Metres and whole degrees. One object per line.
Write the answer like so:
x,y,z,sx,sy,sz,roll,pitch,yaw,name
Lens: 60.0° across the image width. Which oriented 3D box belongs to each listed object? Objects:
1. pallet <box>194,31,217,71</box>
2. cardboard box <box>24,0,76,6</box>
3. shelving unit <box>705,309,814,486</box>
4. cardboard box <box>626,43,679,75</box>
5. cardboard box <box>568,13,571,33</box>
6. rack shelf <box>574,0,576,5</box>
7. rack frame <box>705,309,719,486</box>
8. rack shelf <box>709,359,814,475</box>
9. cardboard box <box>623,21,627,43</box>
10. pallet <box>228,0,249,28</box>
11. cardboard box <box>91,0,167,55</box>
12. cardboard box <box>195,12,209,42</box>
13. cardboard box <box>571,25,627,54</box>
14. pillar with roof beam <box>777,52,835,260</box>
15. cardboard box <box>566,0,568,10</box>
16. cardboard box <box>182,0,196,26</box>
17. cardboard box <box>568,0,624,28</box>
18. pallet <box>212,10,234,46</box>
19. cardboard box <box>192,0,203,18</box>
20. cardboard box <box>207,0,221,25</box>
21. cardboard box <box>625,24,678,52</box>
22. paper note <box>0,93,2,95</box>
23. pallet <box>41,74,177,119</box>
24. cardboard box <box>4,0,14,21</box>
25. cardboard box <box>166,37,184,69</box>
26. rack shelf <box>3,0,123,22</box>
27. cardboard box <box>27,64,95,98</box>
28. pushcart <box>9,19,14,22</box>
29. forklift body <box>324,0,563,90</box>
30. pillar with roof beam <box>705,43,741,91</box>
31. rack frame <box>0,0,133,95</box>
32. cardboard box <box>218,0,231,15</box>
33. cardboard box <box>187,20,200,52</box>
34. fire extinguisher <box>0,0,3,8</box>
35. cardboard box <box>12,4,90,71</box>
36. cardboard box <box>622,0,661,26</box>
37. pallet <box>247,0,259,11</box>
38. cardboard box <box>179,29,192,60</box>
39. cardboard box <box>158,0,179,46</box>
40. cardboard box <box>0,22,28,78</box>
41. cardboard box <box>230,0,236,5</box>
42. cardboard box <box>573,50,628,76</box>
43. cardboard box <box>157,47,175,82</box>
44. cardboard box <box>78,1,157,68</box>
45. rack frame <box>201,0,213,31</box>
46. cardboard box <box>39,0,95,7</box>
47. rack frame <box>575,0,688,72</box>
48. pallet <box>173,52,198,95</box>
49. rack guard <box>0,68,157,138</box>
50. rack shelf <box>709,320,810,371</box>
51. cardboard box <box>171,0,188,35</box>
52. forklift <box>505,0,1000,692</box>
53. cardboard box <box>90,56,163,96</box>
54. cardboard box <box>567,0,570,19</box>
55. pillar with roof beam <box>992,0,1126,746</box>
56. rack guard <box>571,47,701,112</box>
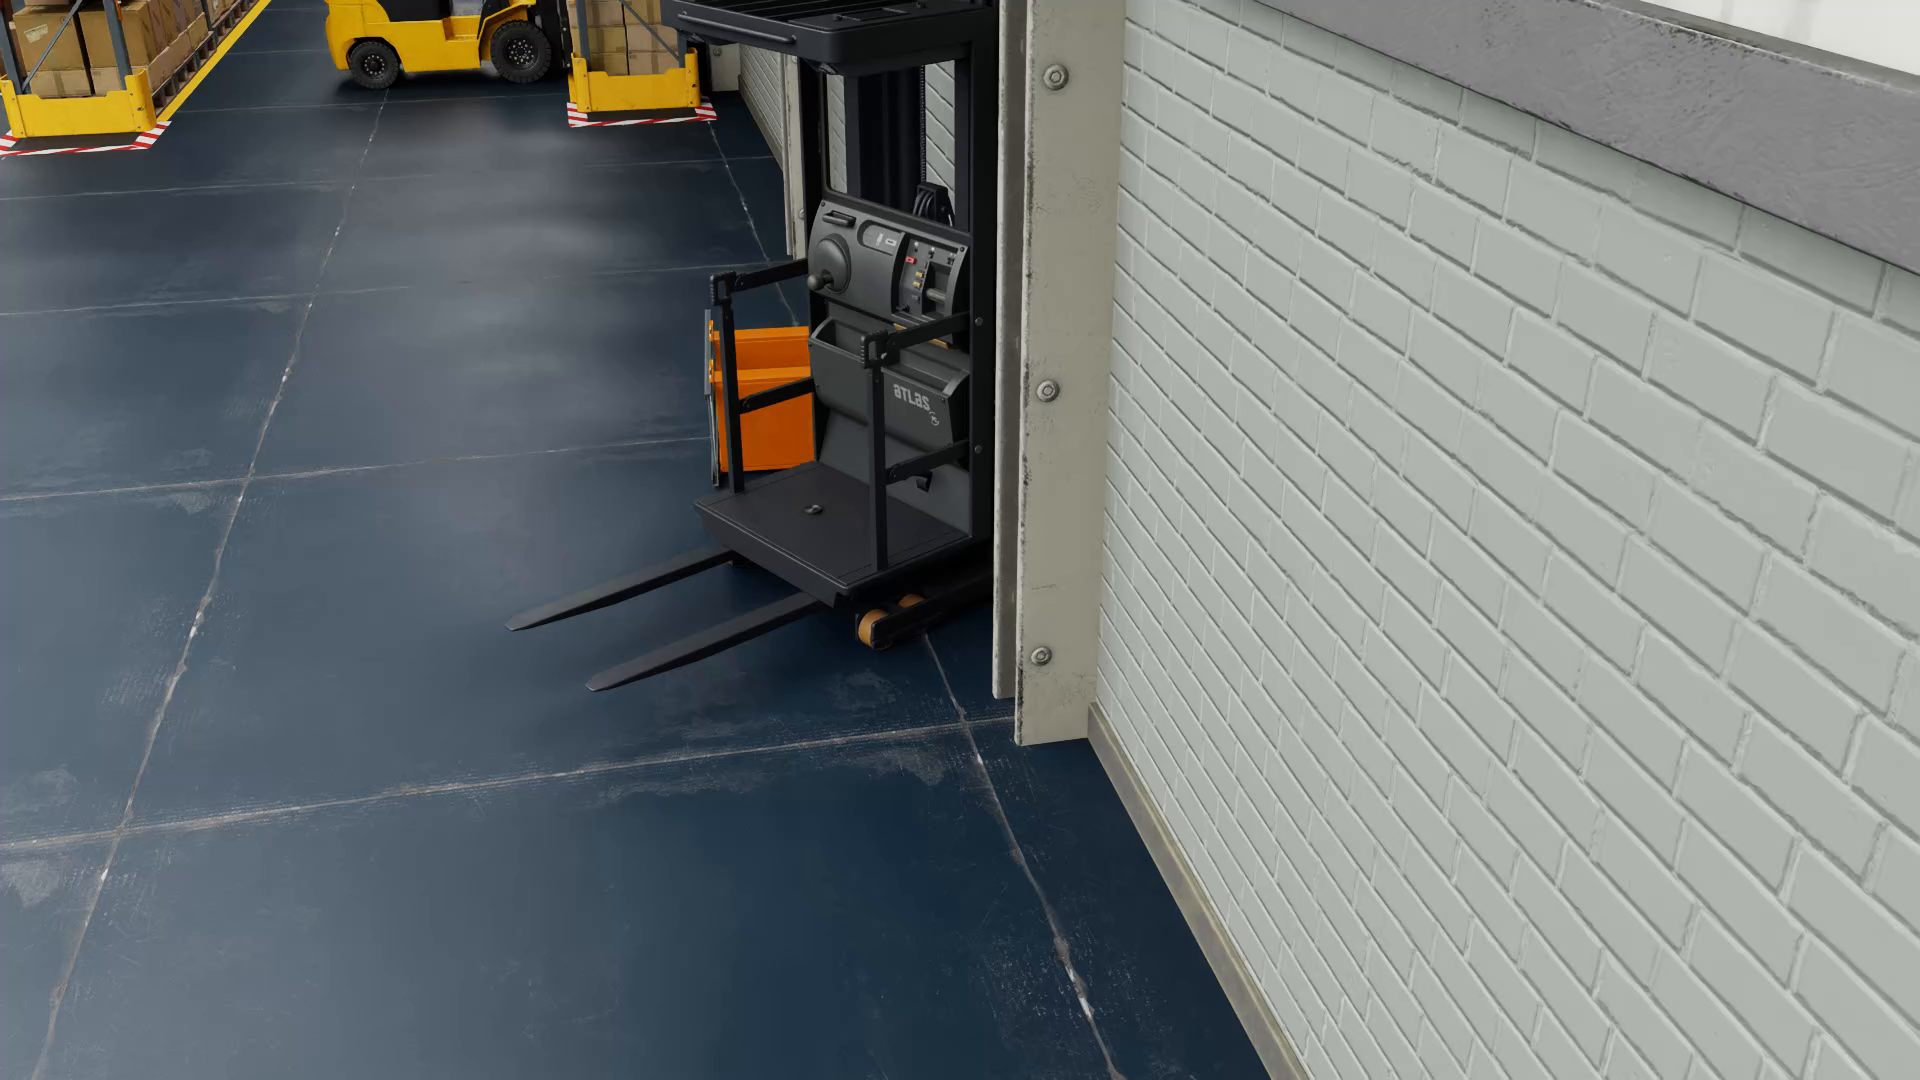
-8.655,-5.255,17.928,1.003,0.211,1.213,-6,27,-12,pallet
-8.522,-5.099,15.557,0.380,0.149,0.250,-5,27,-10,cardboard box
-0.782,-0.789,8.666,1.048,0.538,1.125,-4,29,-6,shelving unit
-3.024,-4.737,16.391,0.500,0.250,0.500,-6,27,-11,cardboard box
-3.757,-5.352,17.055,0.500,0.250,0.500,-7,28,-13,cardboard box
-3.554,-6.098,17.301,1.077,0.370,4.000,-6,27,-12,rack shelf
-1.286,-0.755,8.609,0.032,0.500,1.125,-4,29,-6,rack frame
-0.744,-0.648,8.412,1.000,0.538,0.278,-4,29,-6,rack shelf
-3.131,-5.171,16.696,0.500,0.250,0.500,-6,27,-12,cardboard box
-9.296,-6.425,20.245,1.003,0.211,1.213,-6,27,-12,pallet
-7.979,-4.952,15.985,0.500,0.500,0.500,-7,28,-14,cardboard box
-8.445,-5.519,17.941,0.500,0.250,0.500,-5,27,-9,cardboard box
-3.518,-4.906,16.172,0.500,0.250,0.500,-6,27,-12,cardboard box
-5.225,-5.545,8.750,9.100,9.000,0.400,-6,27,-12,pillar with roof beam
-3.756,-5.562,16.917,0.500,0.250,0.500,-6,27,-11,cardboard box
-8.329,-5.631,17.330,0.500,0.500,0.500,-5,27,-11,cardboard box
-3.511,-5.118,16.037,0.500,0.250,0.500,-5,27,-10,cardboard box
-9.017,-5.888,19.182,1.003,0.211,1.213,-6,27,-12,pallet
-8.446,-5.854,17.772,0.500,0.500,0.500,-6,27,-12,cardboard box
-8.961,-6.036,18.830,0.950,0.372,0.625,-6,27,-11,cardboard box
-3.007,-4.952,16.262,0.500,0.250,0.500,-5,27,-11,cardboard box
-9.475,-4.434,16.500,0.142,0.019,0.148,-16,31,-29,paper note
-8.105,-4.184,15.806,1.003,0.211,1.213,-6,27,-12,pallet
-10.568,-5.820,17.885,0.500,0.500,0.500,-6,27,-12,cardboard box
-8.094,-4.841,16.597,0.500,0.250,0.500,-4,27,-8,cardboard box
-8.390,-5.592,16.299,1.077,0.370,4.000,-6,27,-12,rack shelf
-8.389,-4.334,15.592,0.500,0.250,0.500,-6,27,-12,cardboard box
-11.050,-5.367,17.965,1.648,0.377,0.936,-16,31,-29,pushcart
-5.309,-5.809,16.873,2.313,2.155,1.214,-6,27,-12,forklift body
-6.577,-8.179,13.968,9.100,9.000,0.400,-6,27,-12,pillar with roof beam
-7.939,-5.035,14.397,1.000,3.000,0.127,-6,27,-12,rack frame
-9.126,-6.351,19.454,0.950,0.372,0.625,-4,27,-8,cardboard box
-8.315,-5.286,17.480,0.500,0.250,0.500,-7,28,-13,cardboard box
-8.362,-4.904,14.223,0.296,0.674,0.183,-6,27,-12,fire extinguisher
-8.374,-4.655,15.398,0.500,0.500,0.500,-6,27,-11,cardboard box
-3.028,-5.178,16.155,0.500,0.250,0.500,-6,27,-12,cardboard box
-9.567,-6.959,21.304,1.003,0.211,1.213,-6,27,-12,pallet
-8.205,-5.063,17.037,0.500,0.250,0.500,-6,27,-11,cardboard box
-8.084,-5.173,16.423,0.500,0.500,0.500,-5,27,-11,cardboard box
-9.925,-5.068,17.233,0.500,0.500,0.500,13,30,24,cardboard box
-9.285,-6.656,20.059,0.950,0.372,0.625,-5,27,-10,cardboard box
-3.517,-4.675,16.269,0.500,0.250,0.500,-6,27,-11,cardboard box
-7.959,-4.602,16.125,0.500,0.250,0.500,-5,27,-10,cardboard box
-7.857,-4.723,15.531,0.500,0.500,0.500,-7,28,-13,cardboard box
-8.840,-6.791,17.877,1.000,3.000,0.127,-6,27,-12,rack frame
-8.494,-4.884,15.851,0.500,0.500,0.500,-5,27,-10,cardboard box
-3.104,-5.541,15.399,1.000,3.000,0.127,-6,27,-12,rack frame
-8.376,-4.719,16.865,1.003,0.211,1.213,-6,27,-12,pallet
-7.956,-3.953,15.027,1.175,0.500,0.348,-6,27,-12,rack guard
-0.814,-0.906,8.878,1.000,0.538,0.278,-4,29,-6,rack shelf
-8.213,-5.407,16.886,0.500,0.500,0.500,-5,27,-9,cardboard box
-0.461,-1.120,6.716,3.031,2.935,1.130,-22,34,-37,forklift
-7.851,-4.378,15.680,0.500,0.250,0.500,-6,27,-12,cardboard box
-3.632,-5.342,16.480,0.500,0.250,0.500,-5,27,-11,cardboard box
-3.873,-2.911,3.531,9.100,9.000,0.400,-6,27,-12,pillar with roof beam
-3.098,-4.415,15.942,1.175,0.500,0.348,-6,27,-12,rack guard
